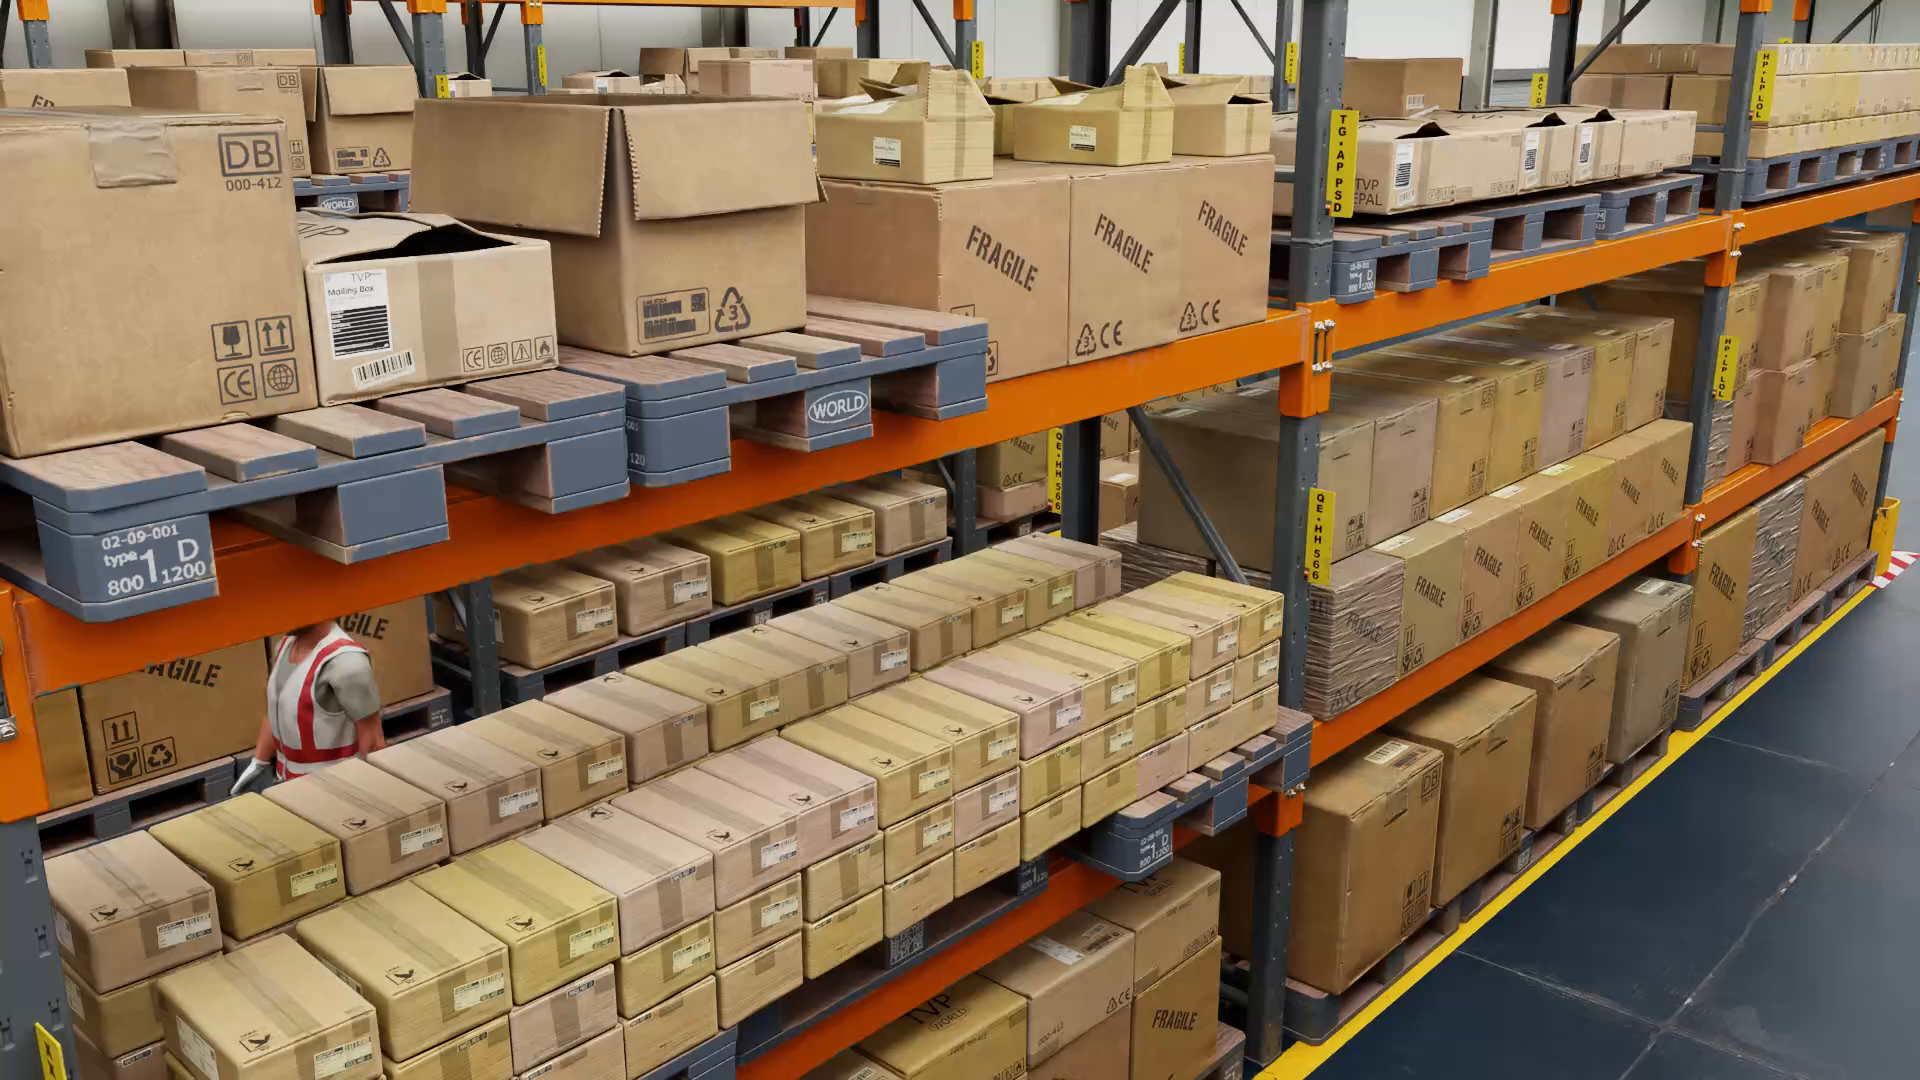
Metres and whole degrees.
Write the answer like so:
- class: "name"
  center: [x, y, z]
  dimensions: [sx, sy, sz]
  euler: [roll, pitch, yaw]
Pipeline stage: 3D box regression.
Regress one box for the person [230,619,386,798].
- class: "person"
  center: [-2.494, 0.967, 6.306]
  dimensions: [0.746, 1.821, 0.529]
  euler: [-15, 22, -40]
